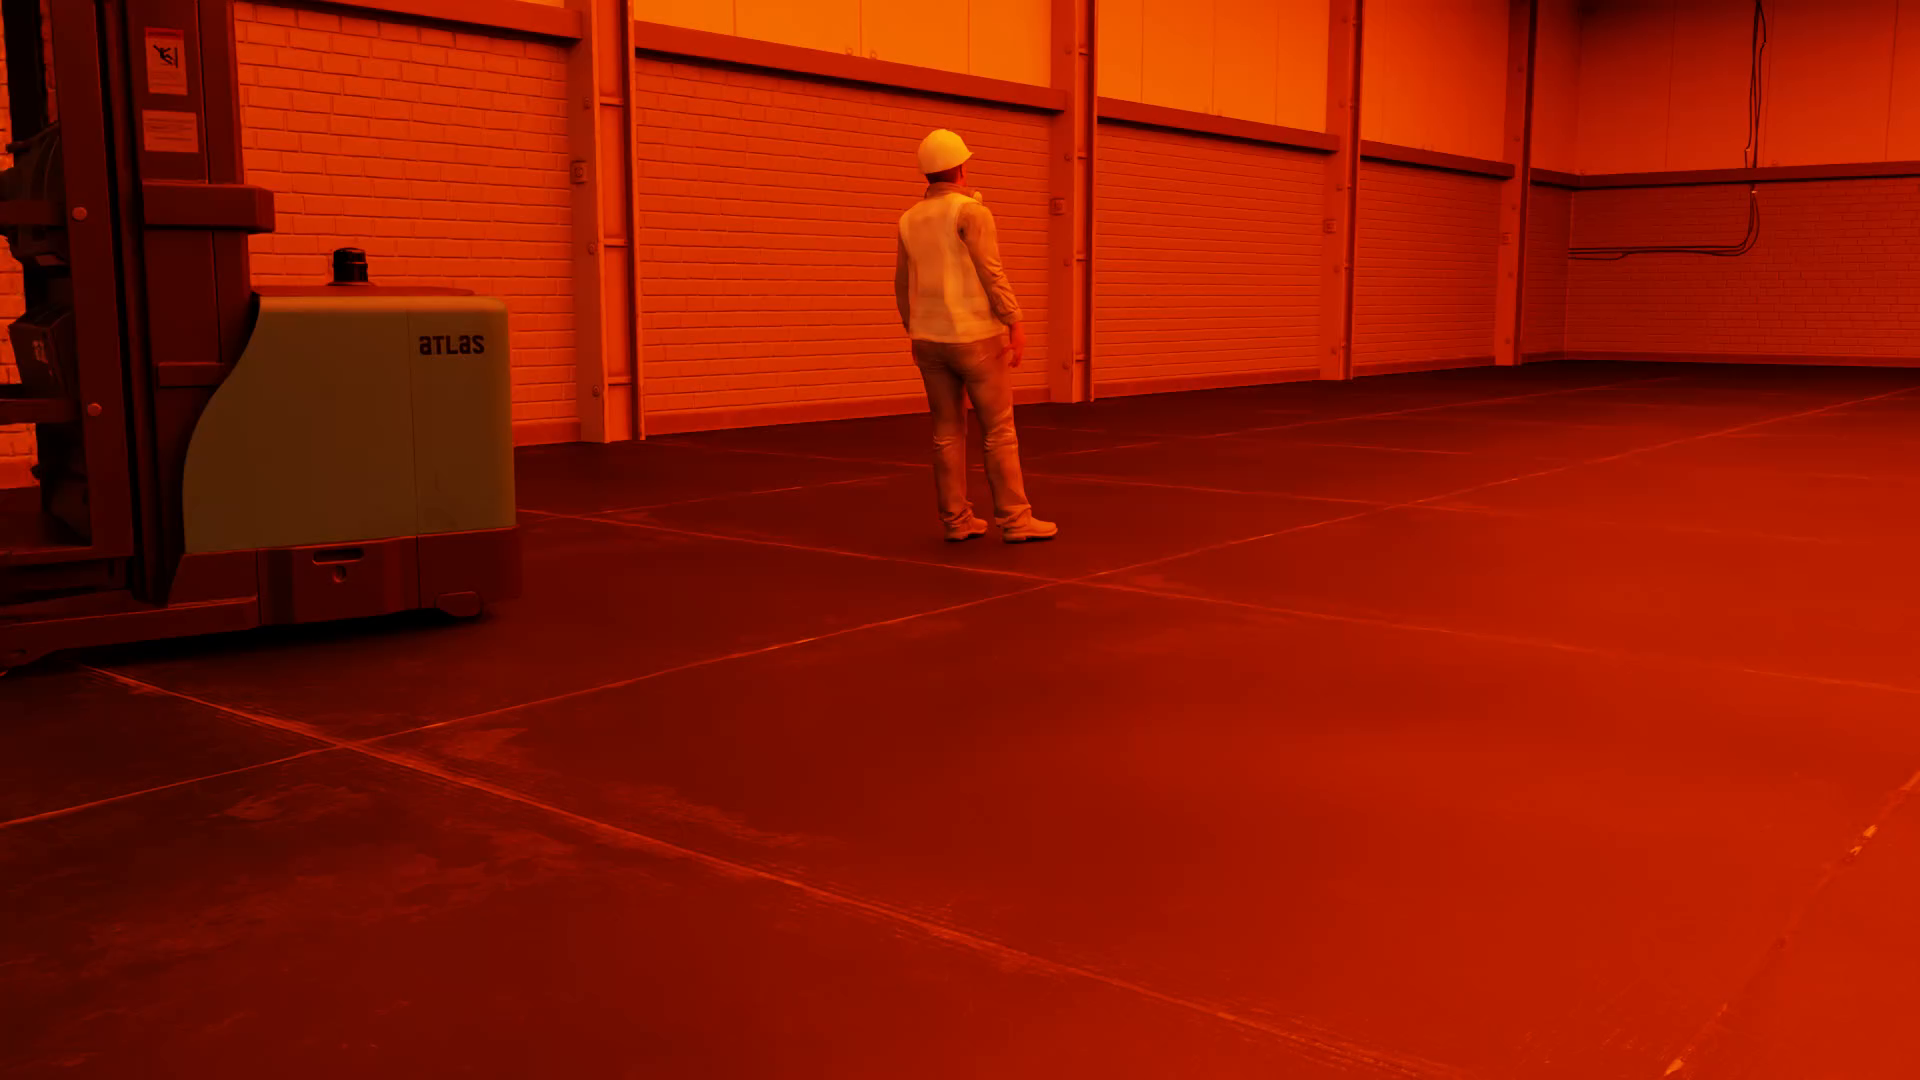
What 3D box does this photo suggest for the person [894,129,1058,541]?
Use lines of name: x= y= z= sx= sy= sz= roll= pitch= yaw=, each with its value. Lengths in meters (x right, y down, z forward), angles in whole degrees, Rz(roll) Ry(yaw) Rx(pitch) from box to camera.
person: x=0.045 y=-0.892 z=7.320 sx=0.634 sy=1.775 sz=0.566 roll=7 pitch=11 yaw=38

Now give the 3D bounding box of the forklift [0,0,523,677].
forklift: x=-2.976 y=-1.122 z=4.948 sx=3.031 sy=2.935 sz=1.130 roll=-6 pitch=10 yaw=-35
